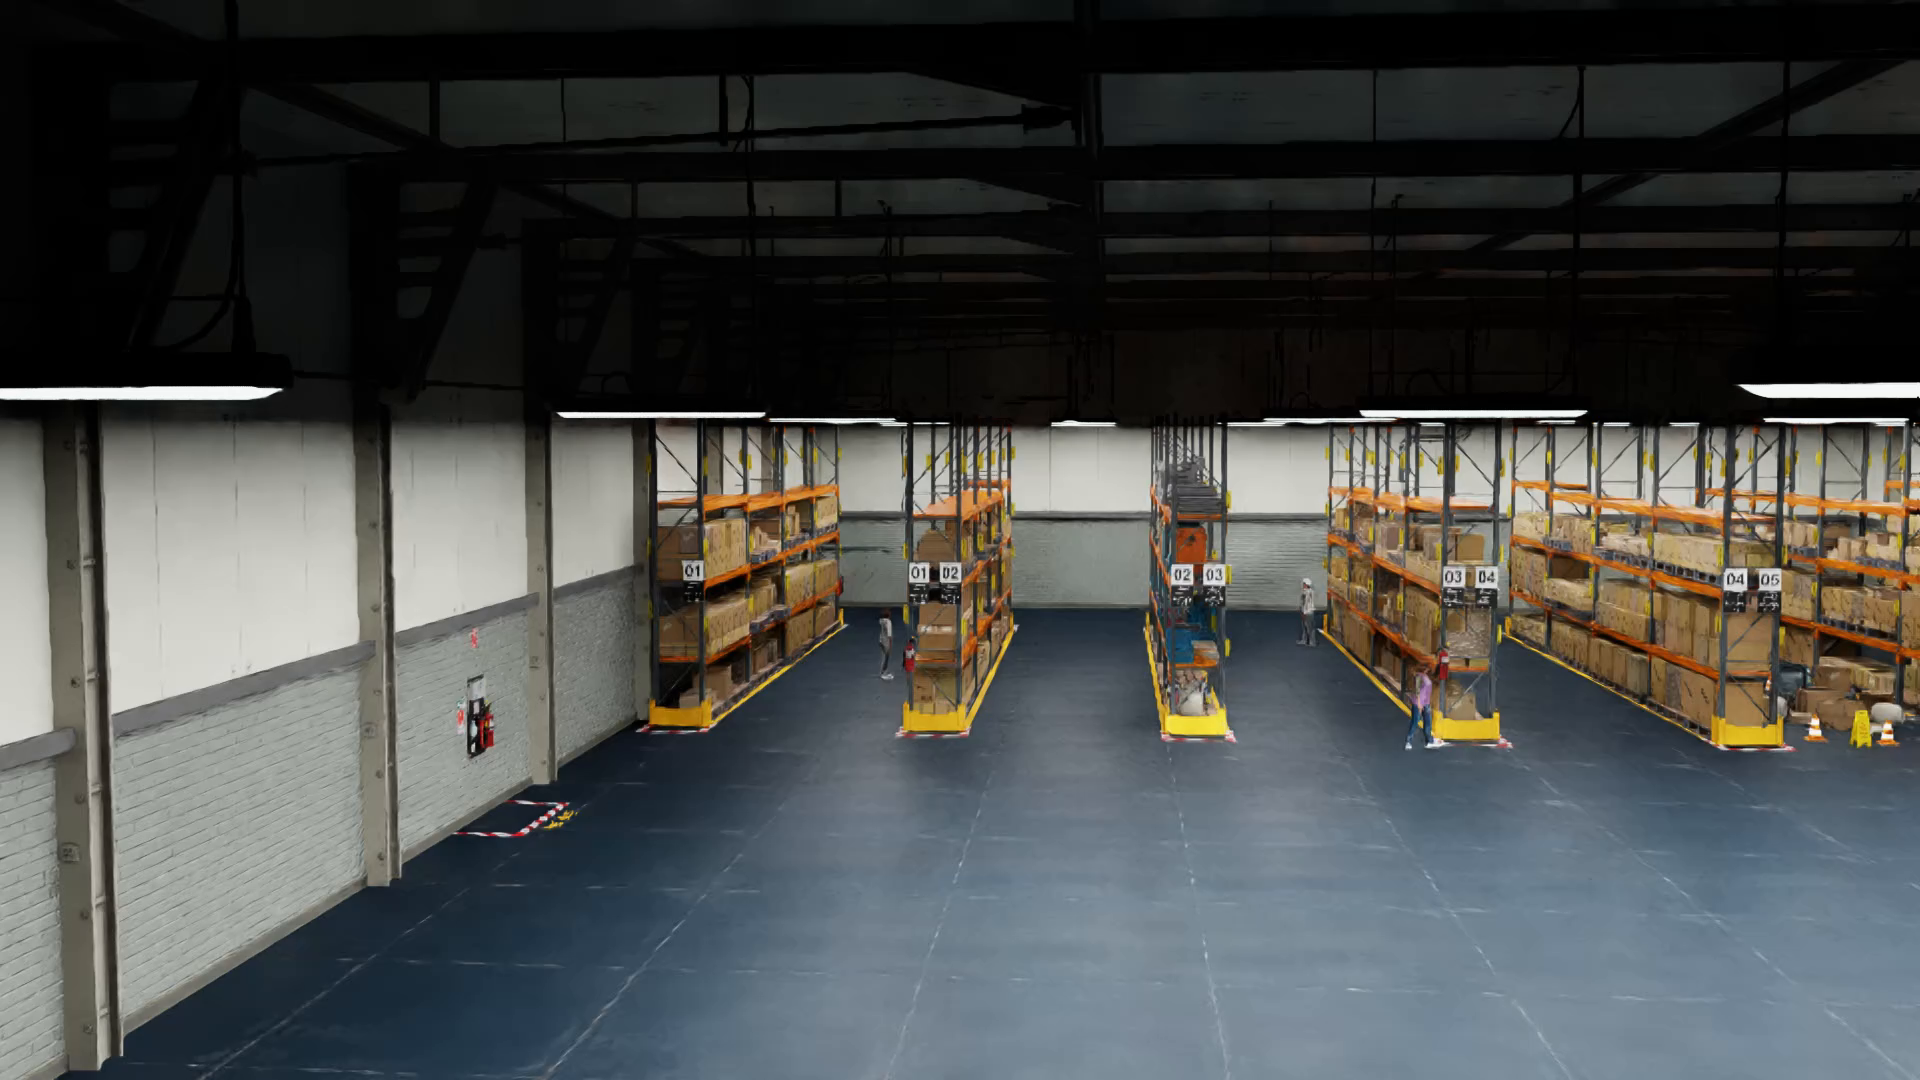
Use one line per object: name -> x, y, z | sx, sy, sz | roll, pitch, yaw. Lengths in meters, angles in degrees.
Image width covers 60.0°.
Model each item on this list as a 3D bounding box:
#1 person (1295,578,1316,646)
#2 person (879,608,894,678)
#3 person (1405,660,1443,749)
person -> 9.100, 1.883, 43.723 | 0.576, 1.769, 0.657 | 1, 4, 16
person -> -1.667, 2.351, 38.051 | 0.401, 1.599, 0.465 | -2, 4, -26
person -> 8.261, 2.918, 29.692 | 0.527, 1.586, 0.636 | 3, 5, 40
